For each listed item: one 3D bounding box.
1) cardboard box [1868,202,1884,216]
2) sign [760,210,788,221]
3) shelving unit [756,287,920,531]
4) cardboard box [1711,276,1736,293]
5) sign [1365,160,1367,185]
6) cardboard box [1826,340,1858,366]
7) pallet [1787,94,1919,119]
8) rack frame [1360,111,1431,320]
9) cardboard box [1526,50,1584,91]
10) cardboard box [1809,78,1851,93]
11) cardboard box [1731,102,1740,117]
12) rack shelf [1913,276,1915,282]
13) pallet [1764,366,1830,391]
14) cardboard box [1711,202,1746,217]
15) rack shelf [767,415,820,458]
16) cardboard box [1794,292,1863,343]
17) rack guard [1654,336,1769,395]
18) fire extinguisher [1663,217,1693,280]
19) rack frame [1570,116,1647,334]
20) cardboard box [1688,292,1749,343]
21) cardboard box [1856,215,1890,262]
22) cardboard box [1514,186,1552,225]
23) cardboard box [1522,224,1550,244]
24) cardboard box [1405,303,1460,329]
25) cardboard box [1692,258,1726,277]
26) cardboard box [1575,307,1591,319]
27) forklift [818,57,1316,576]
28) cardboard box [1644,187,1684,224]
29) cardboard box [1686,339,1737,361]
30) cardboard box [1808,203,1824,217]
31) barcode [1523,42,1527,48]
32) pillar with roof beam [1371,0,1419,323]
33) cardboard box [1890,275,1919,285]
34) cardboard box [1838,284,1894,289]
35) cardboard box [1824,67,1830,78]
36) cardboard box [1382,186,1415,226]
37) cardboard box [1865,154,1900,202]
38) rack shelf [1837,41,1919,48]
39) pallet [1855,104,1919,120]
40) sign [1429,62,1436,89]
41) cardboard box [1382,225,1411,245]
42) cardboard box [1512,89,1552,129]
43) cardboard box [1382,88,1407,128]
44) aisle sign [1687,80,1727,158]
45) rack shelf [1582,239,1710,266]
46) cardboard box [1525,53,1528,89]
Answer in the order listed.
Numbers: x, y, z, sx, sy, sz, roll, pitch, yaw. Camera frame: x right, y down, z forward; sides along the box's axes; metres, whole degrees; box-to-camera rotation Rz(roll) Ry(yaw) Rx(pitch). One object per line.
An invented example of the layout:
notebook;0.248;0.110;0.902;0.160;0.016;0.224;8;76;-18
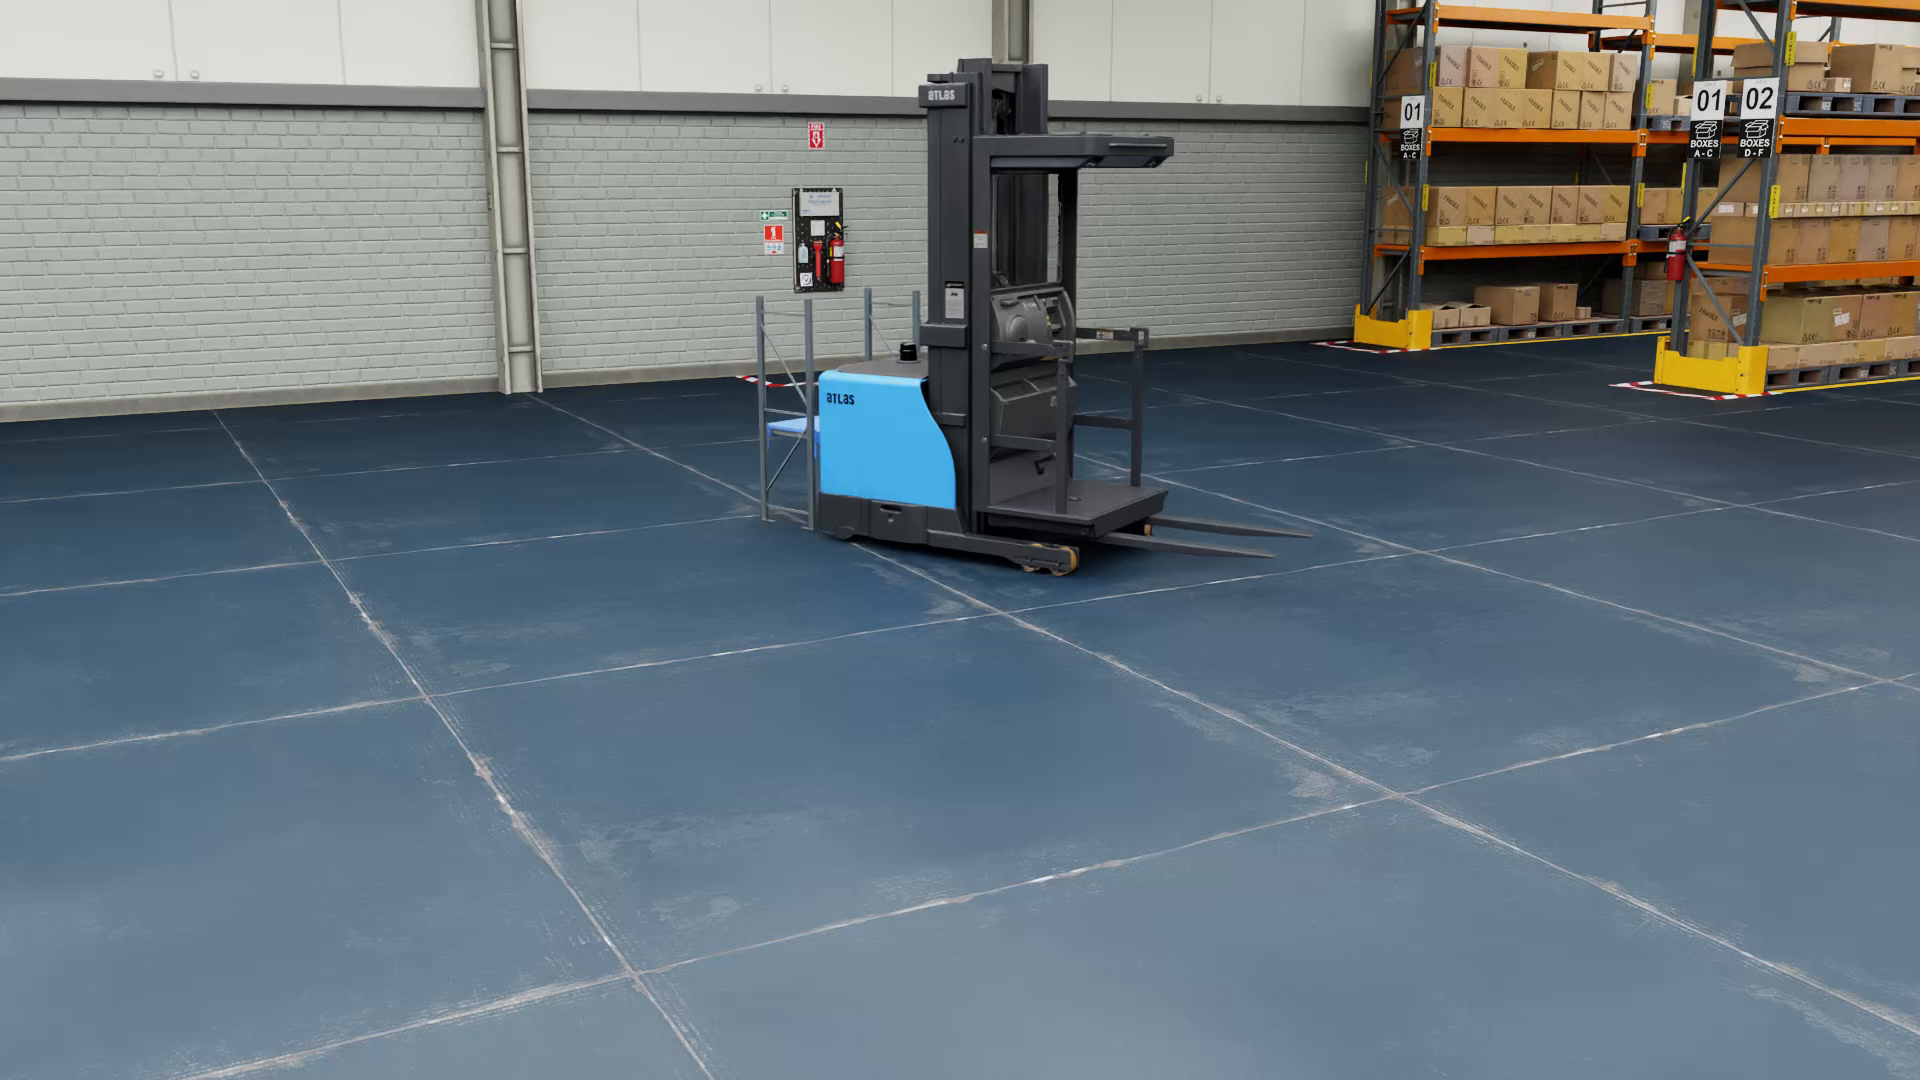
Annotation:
cardboard box;9.859;-3.631;18.207;0.250;0.149;0.380;-7;14;-27
sign;-2.095;-3.652;18.716;0.331;0.109;0.001;-7;14;-28
shelving unit;-0.805;-0.915;11.261;0.538;1.500;1.048;11;17;40
cardboard box;11.170;-3.720;25.000;0.500;0.500;0.700;-7;14;-28
sign;5.437;-4.887;22.136;0.005;0.325;0.100;-7;14;-28
cardboard box;9.515;-2.087;18.359;0.500;0.250;0.500;-7;14;-28
pallet;9.767;-4.724;18.136;1.213;0.211;1.003;-7;14;-28
rack frame;5.685;-4.059;21.813;0.127;3.000;1.000;-7;14;-28
cardboard box;7.957;-6.268;22.246;0.500;0.500;0.500;-7;15;-30
cardboard box;9.179;-4.808;17.609;0.250;0.149;0.380;-7;14;-28
cardboard box;11.525;-6.306;24.683;0.637;0.503;0.797;-5;14;-20
rack shelf;13.328;-3.385;20.457;4.000;0.370;1.077;-7;14;-28
pallet;8.713;-1.833;18.272;1.213;0.211;1.003;-7;14;-28
cardboard box;8.306;-3.547;17.832;0.250;0.149;0.380;-7;15;-29
rack shelf;-0.805;-0.740;11.300;0.538;0.185;1.000;11;17;40
cardboard box;9.510;-2.456;18.287;0.500;0.500;0.500;-7;14;-28
rack guard;8.041;-1.883;17.836;0.348;0.500;1.175;-7;14;-28
fire extinguisher;7.736;-3.144;17.924;0.183;0.674;0.296;-7;14;-28
rack frame;9.196;-4.480;23.683;0.127;3.000;1.000;-7;14;-28
cardboard box;8.390;-2.448;18.252;0.500;0.500;0.500;-7;14;-28
cardboard box;9.835;-3.364;18.495;0.500;0.500;0.700;-6;14;-26
cardboard box;7.591;-4.514;22.421;0.500;0.500;0.500;-6;14;-26
cardboard box;7.609;-4.148;22.506;0.500;0.250;0.500;-7;14;-27
cardboard box;6.336;-3.017;22.306;0.500;0.311;0.500;-9;15;-34
cardboard box;11.121;-4.073;24.858;0.500;0.250;0.500;-7;14;-28
cardboard box;8.741;-3.250;23.670;0.250;0.166;0.380;-9;16;-35
forklift;0.621;-1.355;9.956;3.031;2.935;1.130;8;15;31
cardboard box;10.153;-4.848;24.087;0.500;0.500;0.700;-5;14;-22
cardboard box;8.391;-2.081;18.332;0.500;0.250;0.500;-7;14;-28
cardboard box;8.960;-3.524;17.731;0.250;0.149;0.380;-7;14;-28
barcode;7.770;-6.807;22.863;0.075;0.075;0.001;-7;14;-28
pillar with roof beam;7.948;-6.396;18.536;0.400;9.000;9.100;-7;14;-28
cardboard box;14.931;-4.290;26.779;0.750;0.750;0.750;-6;14;-26
cardboard box;10.581;-2.712;19.427;0.500;0.500;0.500;-7;14;-28
cardboard box;9.434;-5.028;18.216;0.500;0.311;0.500;-5;14;-21
cardboard box;5.997;-4.452;22.147;0.500;0.500;0.500;-7;14;-28
cardboard box;9.865;-4.001;18.373;0.500;0.500;0.700;-7;14;-28
rack shelf;14.462;-7.492;25.952;4.000;0.370;1.077;-7;14;-28
pallet;10.837;-4.851;18.702;1.213;0.211;1.003;-7;14;-28
sign;5.945;-5.844;20.923;0.005;0.325;0.100;-7;14;-28
cardboard box;6.003;-4.082;22.212;0.500;0.250;0.500;-7;14;-27
cardboard box;7.501;-5.733;22.148;0.500;0.500;0.500;-6;14;-24
cardboard box;5.930;-5.674;21.882;0.500;0.500;0.500;-6;14;-24
aisle sign;7.864;-4.423;17.508;0.004;0.787;0.394;-7;14;-28
rack shelf;10.952;-4.339;24.697;4.000;0.370;1.077;-7;14;-28
cardboard box;7.300;-6.323;22.491;0.500;0.500;0.500;-7;14;-28
